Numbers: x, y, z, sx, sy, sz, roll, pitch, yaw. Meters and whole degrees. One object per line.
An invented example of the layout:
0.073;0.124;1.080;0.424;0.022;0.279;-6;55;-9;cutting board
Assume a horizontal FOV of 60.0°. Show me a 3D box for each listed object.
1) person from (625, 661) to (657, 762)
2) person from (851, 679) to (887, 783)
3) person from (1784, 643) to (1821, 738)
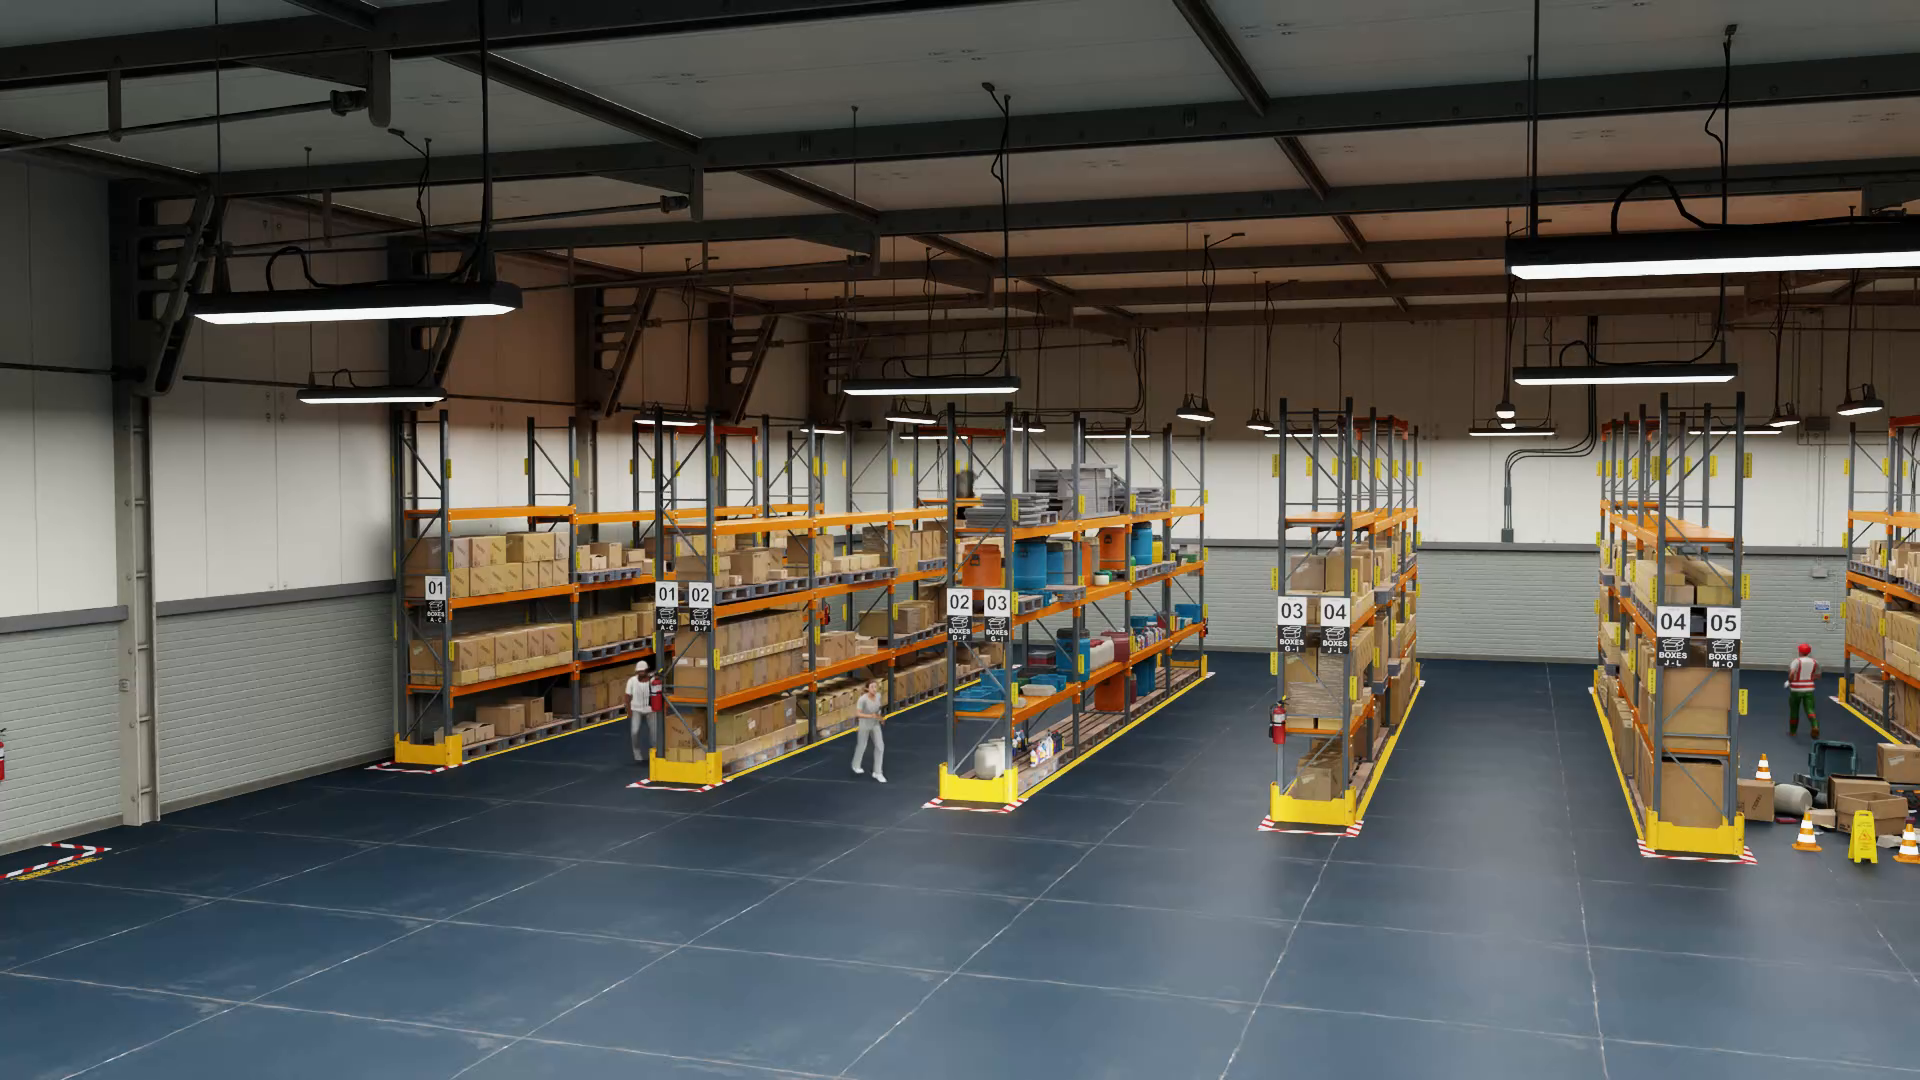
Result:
-5.397;2.918;28.463;0.641;1.732;0.583;-1;3;-16;person
-1.476;3.037;26.780;0.568;1.649;0.956;-1;3;-27;person
15.516;2.775;30.602;0.656;1.765;1.000;0;2;7;person
